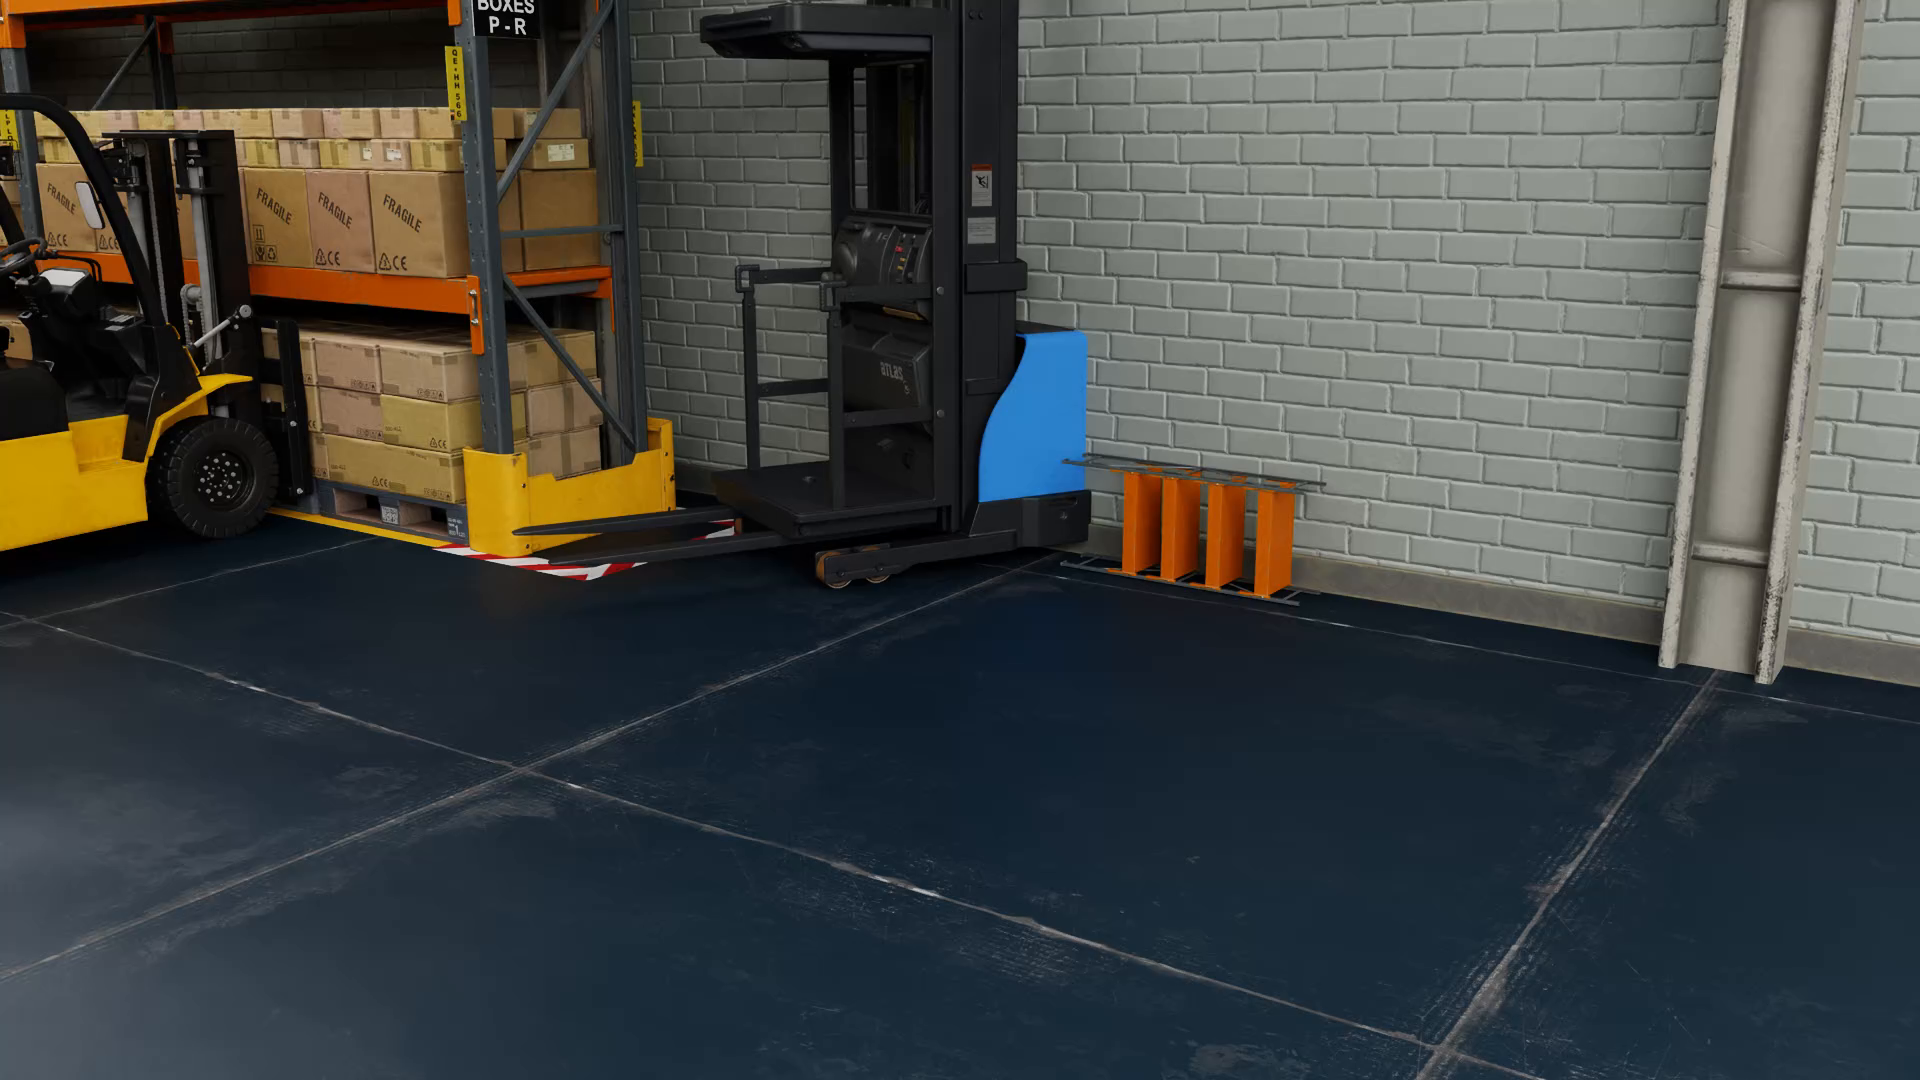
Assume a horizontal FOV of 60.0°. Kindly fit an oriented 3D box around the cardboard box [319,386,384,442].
[{"bbox_3d":[-2.968,-0.693,8.689,0.500,0.250,0.500,9,17,32],"label":"cardboard box"}]

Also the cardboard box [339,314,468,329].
[{"bbox_3d":[-3.099,-1.101,9.296,0.500,0.250,0.500,9,17,32],"label":"cardboard box"}]

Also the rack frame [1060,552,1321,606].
[{"bbox_3d":[1.030,0.171,7.571,1.200,0.015,0.240,10,17,34],"label":"rack frame"}]

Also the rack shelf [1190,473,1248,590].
[{"bbox_3d":[1.158,-0.044,7.426,0.148,0.480,0.258,10,17,34],"label":"rack shelf"}]

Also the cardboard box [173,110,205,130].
[{"bbox_3d":[-4.087,-2.294,9.172,0.250,0.149,0.380,9,17,33],"label":"cardboard box"}]

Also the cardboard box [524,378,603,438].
[{"bbox_3d":[-2.254,-0.725,8.818,0.500,0.250,0.500,10,17,34],"label":"cardboard box"}]

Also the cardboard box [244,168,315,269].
[{"bbox_3d":[-3.385,-1.711,8.785,0.500,0.500,0.500,9,16,32],"label":"cardboard box"}]

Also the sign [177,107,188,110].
[{"bbox_3d":[-4.990,-2.615,10.678,0.005,0.325,0.100,9,17,33],"label":"sign"}]

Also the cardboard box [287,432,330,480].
[{"bbox_3d":[-3.363,-0.516,9.012,0.500,0.250,0.500,9,17,33],"label":"cardboard box"}]

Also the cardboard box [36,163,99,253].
[{"bbox_3d":[-5.076,-1.982,9.881,0.500,0.500,0.500,9,16,31],"label":"cardboard box"}]

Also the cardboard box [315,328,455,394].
[{"bbox_3d":[-2.963,-0.930,8.606,0.500,0.250,0.500,10,17,34],"label":"cardboard box"}]

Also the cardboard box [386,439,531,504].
[{"bbox_3d":[-2.546,-0.378,8.456,0.500,0.250,0.500,9,17,33],"label":"cardboard box"}]

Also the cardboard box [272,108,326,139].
[{"bbox_3d":[-3.292,-2.140,8.550,0.250,0.149,0.380,10,17,34],"label":"cardboard box"}]

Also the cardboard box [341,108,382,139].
[{"bbox_3d":[-2.849,-2.079,8.304,0.250,0.149,0.380,10,17,34],"label":"cardboard box"}]

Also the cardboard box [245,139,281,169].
[{"bbox_3d":[-3.502,-2.030,8.724,0.250,0.149,0.380,9,17,33],"label":"cardboard box"}]

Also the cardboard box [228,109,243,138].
[{"bbox_3d":[-3.671,-2.227,8.901,0.250,0.149,0.380,9,17,34],"label":"cardboard box"}]

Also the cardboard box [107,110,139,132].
[{"bbox_3d":[-4.560,-2.347,9.384,0.250,0.149,0.380,10,17,34],"label":"cardboard box"}]

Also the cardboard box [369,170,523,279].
[{"bbox_3d":[-2.535,-1.571,8.219,0.500,0.500,0.500,9,16,32],"label":"cardboard box"}]

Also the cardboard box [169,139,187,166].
[{"bbox_3d":[-4.135,-2.136,9.152,0.250,0.149,0.380,9,16,31],"label":"cardboard box"}]

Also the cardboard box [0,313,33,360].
[{"bbox_3d":[-5.738,-1.164,10.852,0.625,0.625,0.875,10,17,35],"label":"cardboard box"}]

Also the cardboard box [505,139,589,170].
[{"bbox_3d":[-2.116,-1.970,8.479,0.250,0.149,0.380,9,16,31],"label":"cardboard box"}]

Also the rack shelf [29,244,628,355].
[{"bbox_3d":[-3.639,-1.428,9.346,4.000,0.370,1.077,9,17,33],"label":"rack shelf"}]

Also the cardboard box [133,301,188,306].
[{"bbox_3d":[-4.783,-1.372,10.392,0.500,0.250,0.500,10,17,34],"label":"cardboard box"}]

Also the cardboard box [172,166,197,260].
[{"bbox_3d":[-4.214,-1.848,9.338,0.500,0.500,0.500,9,17,32],"label":"cardboard box"}]

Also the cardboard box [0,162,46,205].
[{"bbox_3d":[-5.849,-2.230,10.361,0.500,0.250,0.500,9,16,32],"label":"cardboard box"}]

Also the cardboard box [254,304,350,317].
[{"bbox_3d":[-3.942,-1.237,9.845,0.500,0.250,0.500,9,17,33],"label":"cardboard box"}]

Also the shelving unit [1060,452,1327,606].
[{"bbox_3d":[1.030,-0.065,7.513,1.200,0.503,0.258,10,17,34],"label":"shelving unit"}]

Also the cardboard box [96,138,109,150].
[{"bbox_3d":[-4.734,-2.250,9.611,0.250,0.149,0.380,9,17,33],"label":"cardboard box"}]

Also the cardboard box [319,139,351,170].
[{"bbox_3d":[-3.033,-1.974,8.496,0.250,0.149,0.380,9,17,32],"label":"cardboard box"}]

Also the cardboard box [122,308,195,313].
[{"bbox_3d":[-4.654,-1.202,9.703,0.500,0.250,0.500,9,17,33],"label":"cardboard box"}]

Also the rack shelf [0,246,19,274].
[{"bbox_3d":[-6.958,-1.964,11.513,4.000,0.370,1.077,9,17,33],"label":"rack shelf"}]

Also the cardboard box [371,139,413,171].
[{"bbox_3d":[-2.652,-1.891,8.163,0.250,0.149,0.380,9,17,34],"label":"cardboard box"}]

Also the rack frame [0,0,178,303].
[{"bbox_3d":[-5.299,-2.045,10.343,0.127,3.000,1.000,9,17,33],"label":"rack frame"}]

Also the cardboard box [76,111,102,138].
[{"bbox_3d":[-4.923,-2.438,9.751,0.250,0.149,0.380,9,17,34],"label":"cardboard box"}]

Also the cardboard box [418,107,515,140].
[{"bbox_3d":[-2.395,-2.023,8.075,0.250,0.149,0.380,9,17,33],"label":"cardboard box"}]

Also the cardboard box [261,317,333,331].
[{"bbox_3d":[-3.803,-1.065,9.152,0.500,0.250,0.500,9,16,32],"label":"cardboard box"}]

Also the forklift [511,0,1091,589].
[{"bbox_3d":[-0.552,-1.350,7.677,3.031,2.935,1.130,-8,16,-28],"label":"forklift"}]

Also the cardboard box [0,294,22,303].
[{"bbox_3d":[-7.003,-1.370,11.684,0.625,0.625,0.875,8,16,31],"label":"cardboard box"}]

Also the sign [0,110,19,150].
[{"bbox_3d":[-5.594,-2.459,9.771,0.005,0.325,0.100,9,17,33],"label":"sign"}]

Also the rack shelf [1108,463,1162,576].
[{"bbox_3d":[0.812,-0.102,7.661,0.148,0.480,0.258,10,17,34],"label":"rack shelf"}]

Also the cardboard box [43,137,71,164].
[{"bbox_3d":[-5.181,-2.314,9.869,0.250,0.149,0.380,9,16,32],"label":"cardboard box"}]

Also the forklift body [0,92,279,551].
[{"bbox_3d":[-4.571,-0.987,7.836,1.214,2.155,2.313,9,17,33],"label":"forklift body"}]

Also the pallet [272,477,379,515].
[{"bbox_3d":[-3.646,-0.413,9.554,1.213,0.211,1.003,9,17,33],"label":"pallet"}]

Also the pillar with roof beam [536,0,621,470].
[{"bbox_3d":[-4.457,-3.836,5.091,0.400,9.000,9.100,9,17,33],"label":"pillar with roof beam"}]

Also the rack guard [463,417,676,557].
[{"bbox_3d":[-1.960,-0.292,8.464,0.348,0.500,1.175,9,17,33],"label":"rack guard"}]

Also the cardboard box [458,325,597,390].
[{"bbox_3d":[-2.273,-0.966,8.749,0.500,0.250,0.500,9,16,32],"label":"cardboard box"}]
